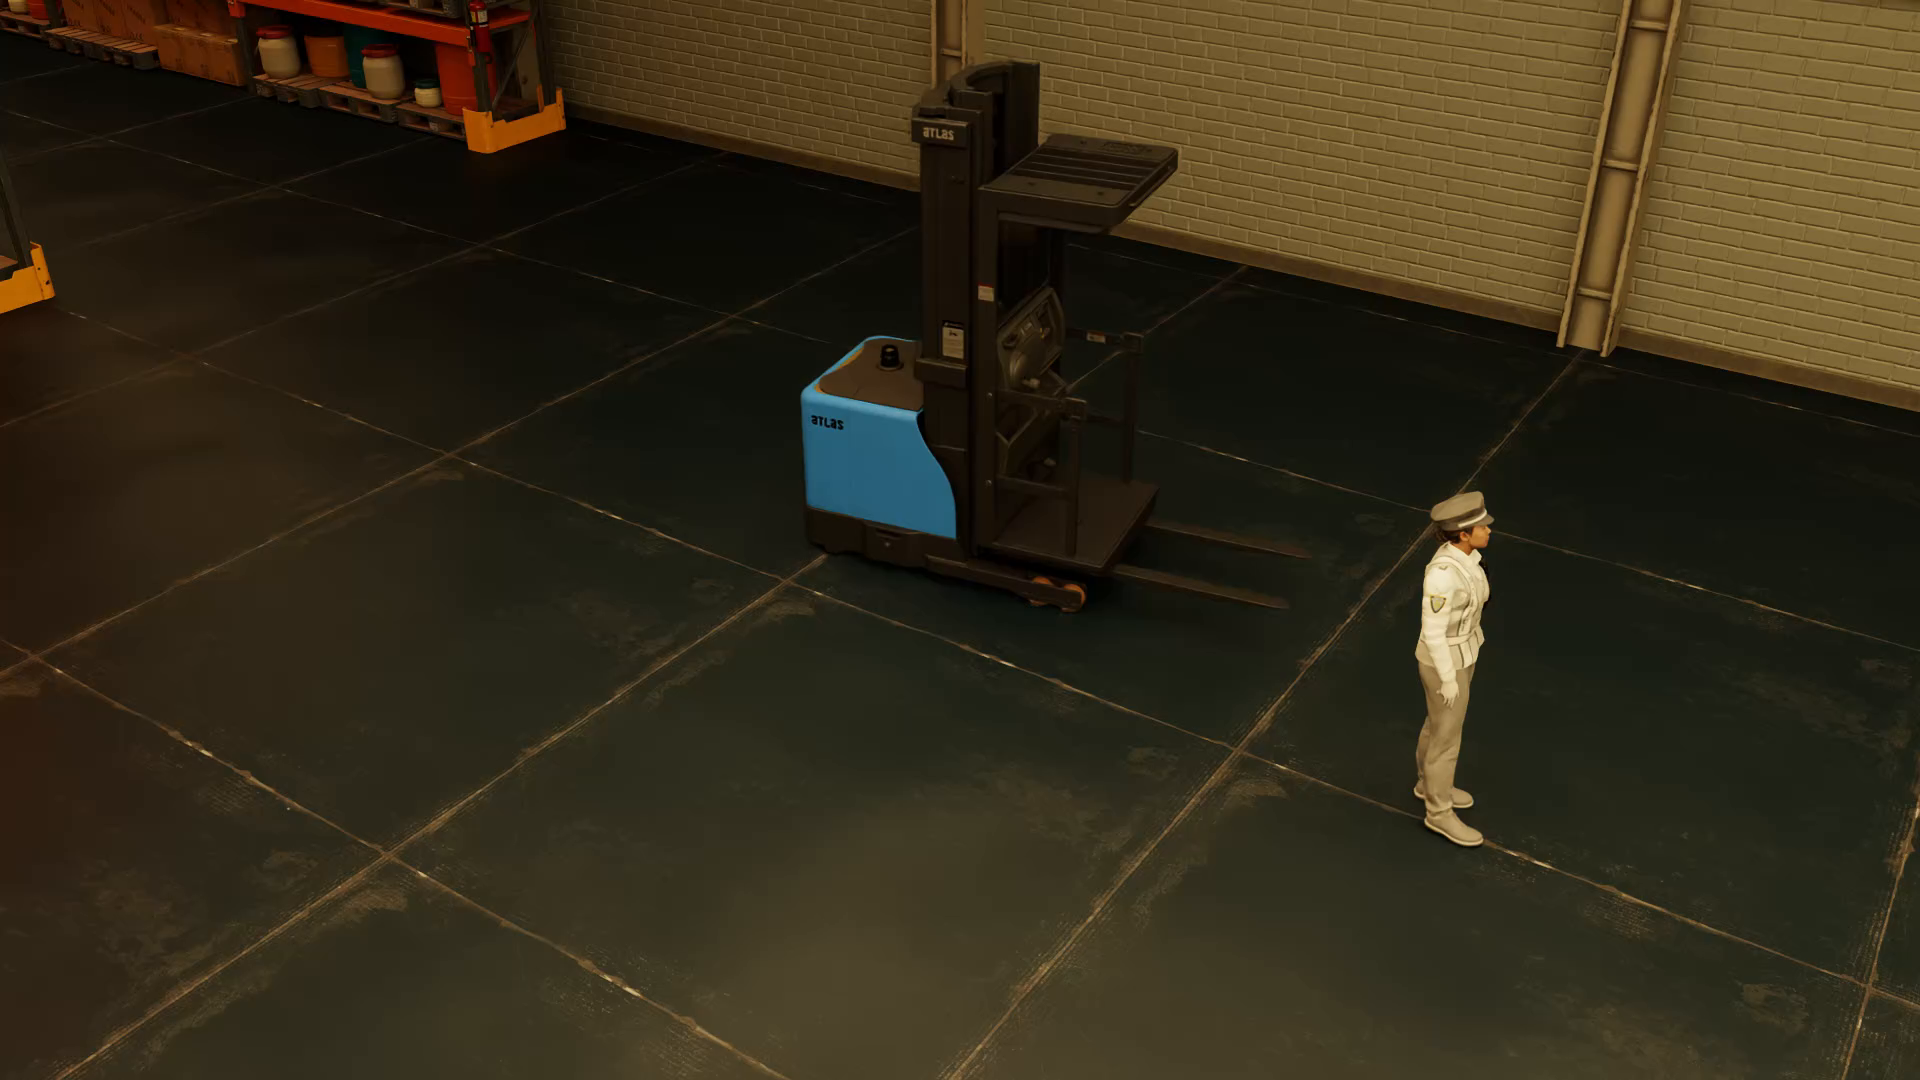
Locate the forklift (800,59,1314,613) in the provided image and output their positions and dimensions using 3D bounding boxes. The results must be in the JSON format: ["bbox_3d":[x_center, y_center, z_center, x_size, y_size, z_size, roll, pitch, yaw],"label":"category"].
[{"bbox_3d":[0.594,-1.146,9.554,3.031,2.935,1.130,12,32,20],"label":"forklift"}]

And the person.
[{"bbox_3d":[2.370,0.567,7.826,0.526,1.698,0.578,14,33,23],"label":"person"}]
